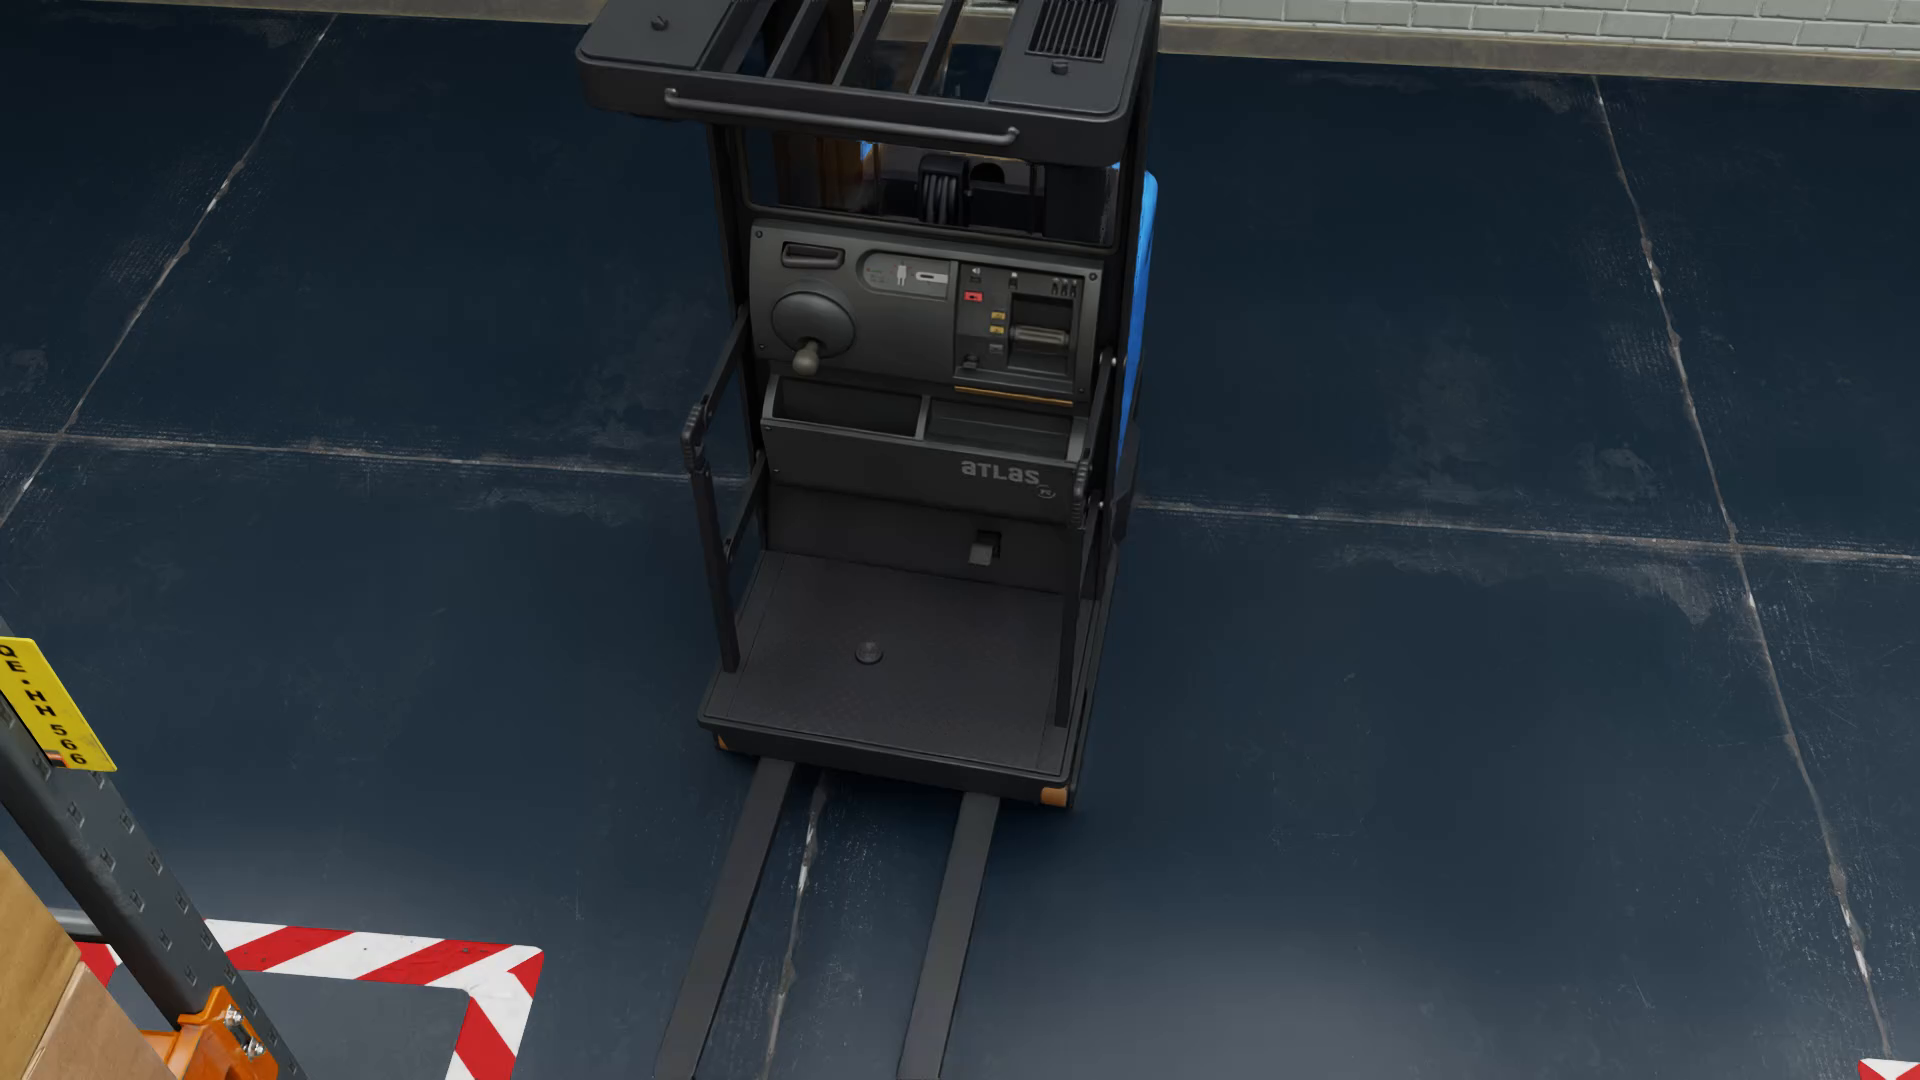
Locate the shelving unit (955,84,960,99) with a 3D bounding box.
[{"bbox_3d":[-0.020,-1.113,6.057,0.215,1.050,0.252,-25,52,-21],"label":"shelving unit"}]

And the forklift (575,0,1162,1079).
[{"bbox_3d":[-0.138,-0.493,4.215,1.130,2.935,3.031,9,48,8],"label":"forklift"}]

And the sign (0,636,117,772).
[{"bbox_3d":[-1.371,0.249,2.491,0.100,0.325,0.005,4,48,4],"label":"sign"}]

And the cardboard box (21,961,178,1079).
[{"bbox_3d":[-1.692,1.008,2.727,0.500,0.500,0.500,5,48,5],"label":"cardboard box"}]

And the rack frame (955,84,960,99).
[{"bbox_3d":[-0.085,-1.190,6.127,0.200,1.050,0.008,-25,52,-21],"label":"rack frame"}]

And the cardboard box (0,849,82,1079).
[{"bbox_3d":[-1.689,0.669,2.360,0.500,0.500,0.500,3,48,3],"label":"cardboard box"}]

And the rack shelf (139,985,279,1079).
[{"bbox_3d":[-2.104,2.407,2.003,1.077,0.370,4.000,4,48,4],"label":"rack shelf"}]
